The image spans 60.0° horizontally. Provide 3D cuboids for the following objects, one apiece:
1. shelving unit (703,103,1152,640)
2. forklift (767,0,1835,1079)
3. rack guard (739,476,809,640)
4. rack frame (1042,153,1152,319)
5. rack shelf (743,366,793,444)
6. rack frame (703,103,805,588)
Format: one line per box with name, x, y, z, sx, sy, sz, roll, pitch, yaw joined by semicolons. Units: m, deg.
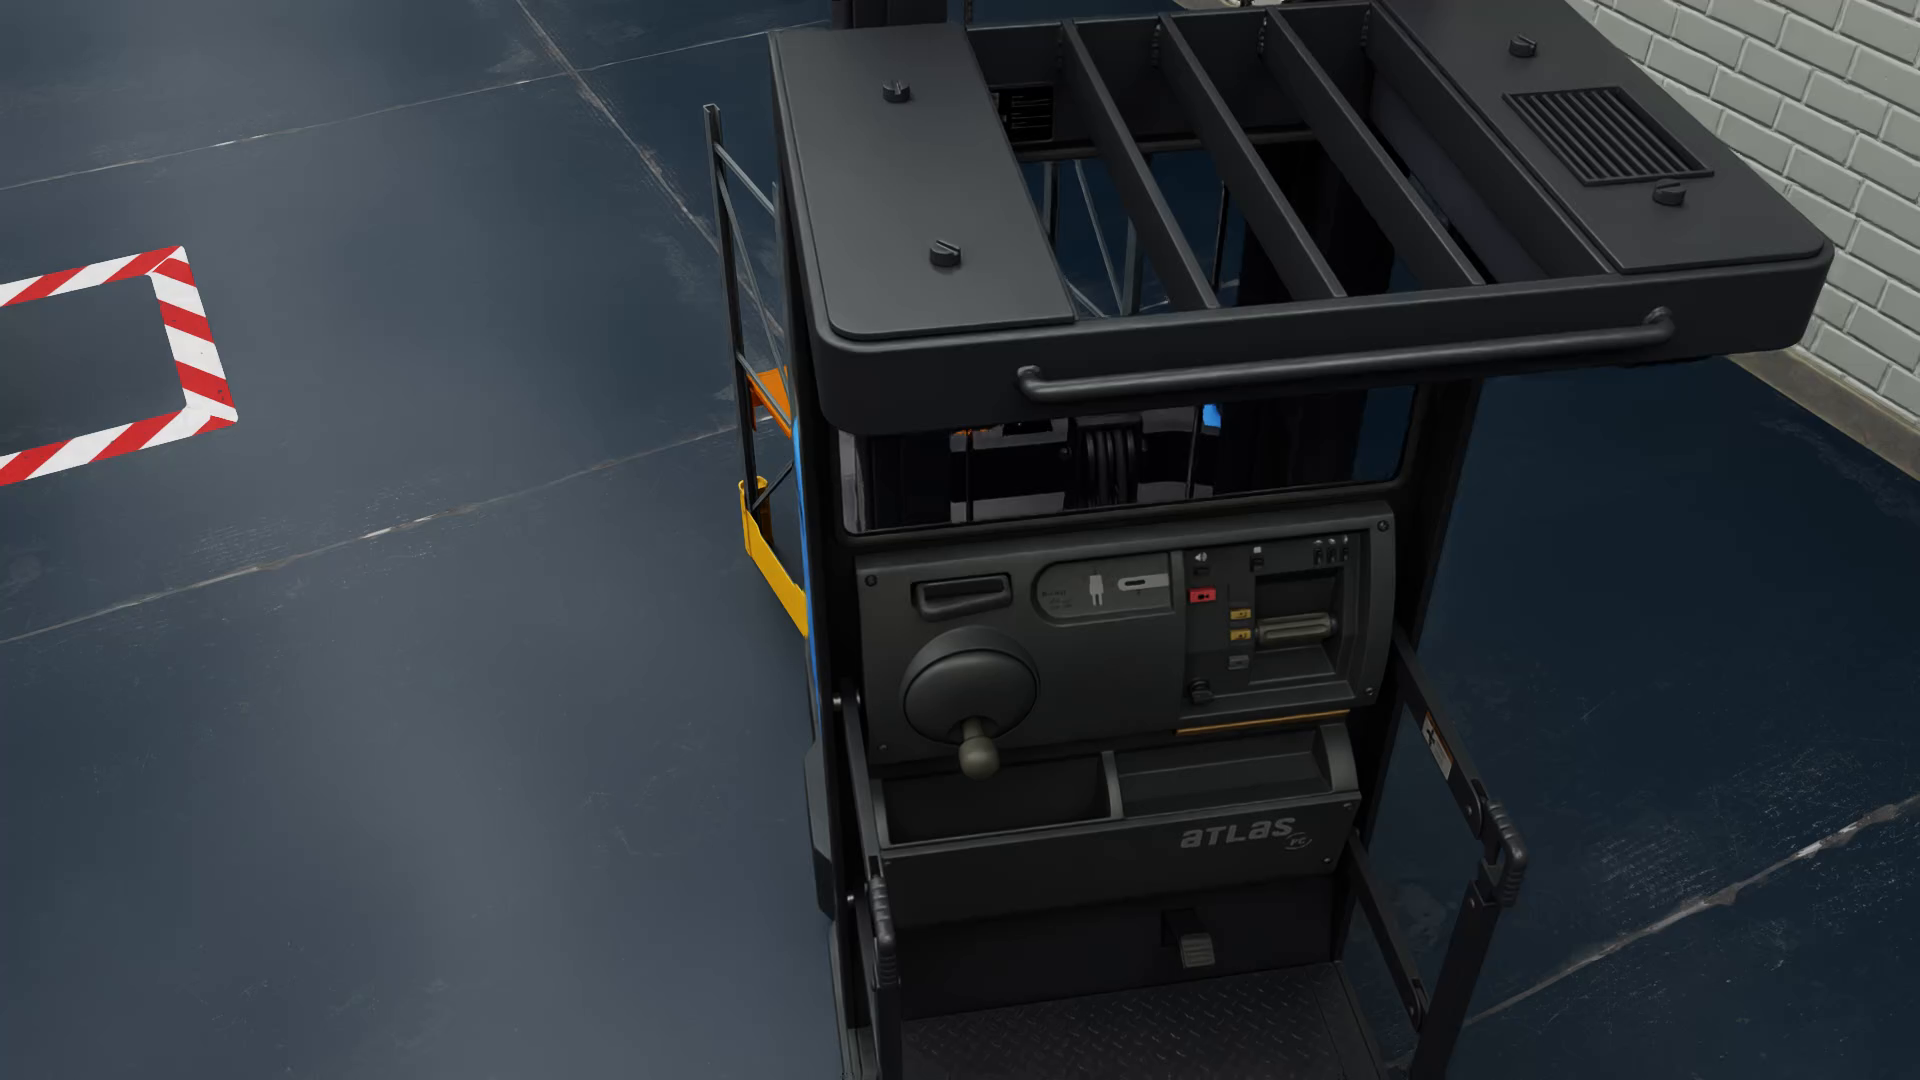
shelving unit;-0.068;-0.550;4.739;1.083;1.500;0.587;-19;44;-21
forklift;0.329;0.252;2.683;1.130;2.935;3.031;-6;41;-7
rack guard;-0.509;0.076;4.967;0.087;0.250;0.587;-19;44;-21
rack frame;0.375;-0.699;4.915;0.032;1.500;0.500;-19;44;-21
rack shelf;-0.076;-0.410;4.852;1.000;0.185;0.538;-19;44;-21
rack frame;-0.527;-0.395;4.556;0.032;1.500;0.500;-19;44;-21
